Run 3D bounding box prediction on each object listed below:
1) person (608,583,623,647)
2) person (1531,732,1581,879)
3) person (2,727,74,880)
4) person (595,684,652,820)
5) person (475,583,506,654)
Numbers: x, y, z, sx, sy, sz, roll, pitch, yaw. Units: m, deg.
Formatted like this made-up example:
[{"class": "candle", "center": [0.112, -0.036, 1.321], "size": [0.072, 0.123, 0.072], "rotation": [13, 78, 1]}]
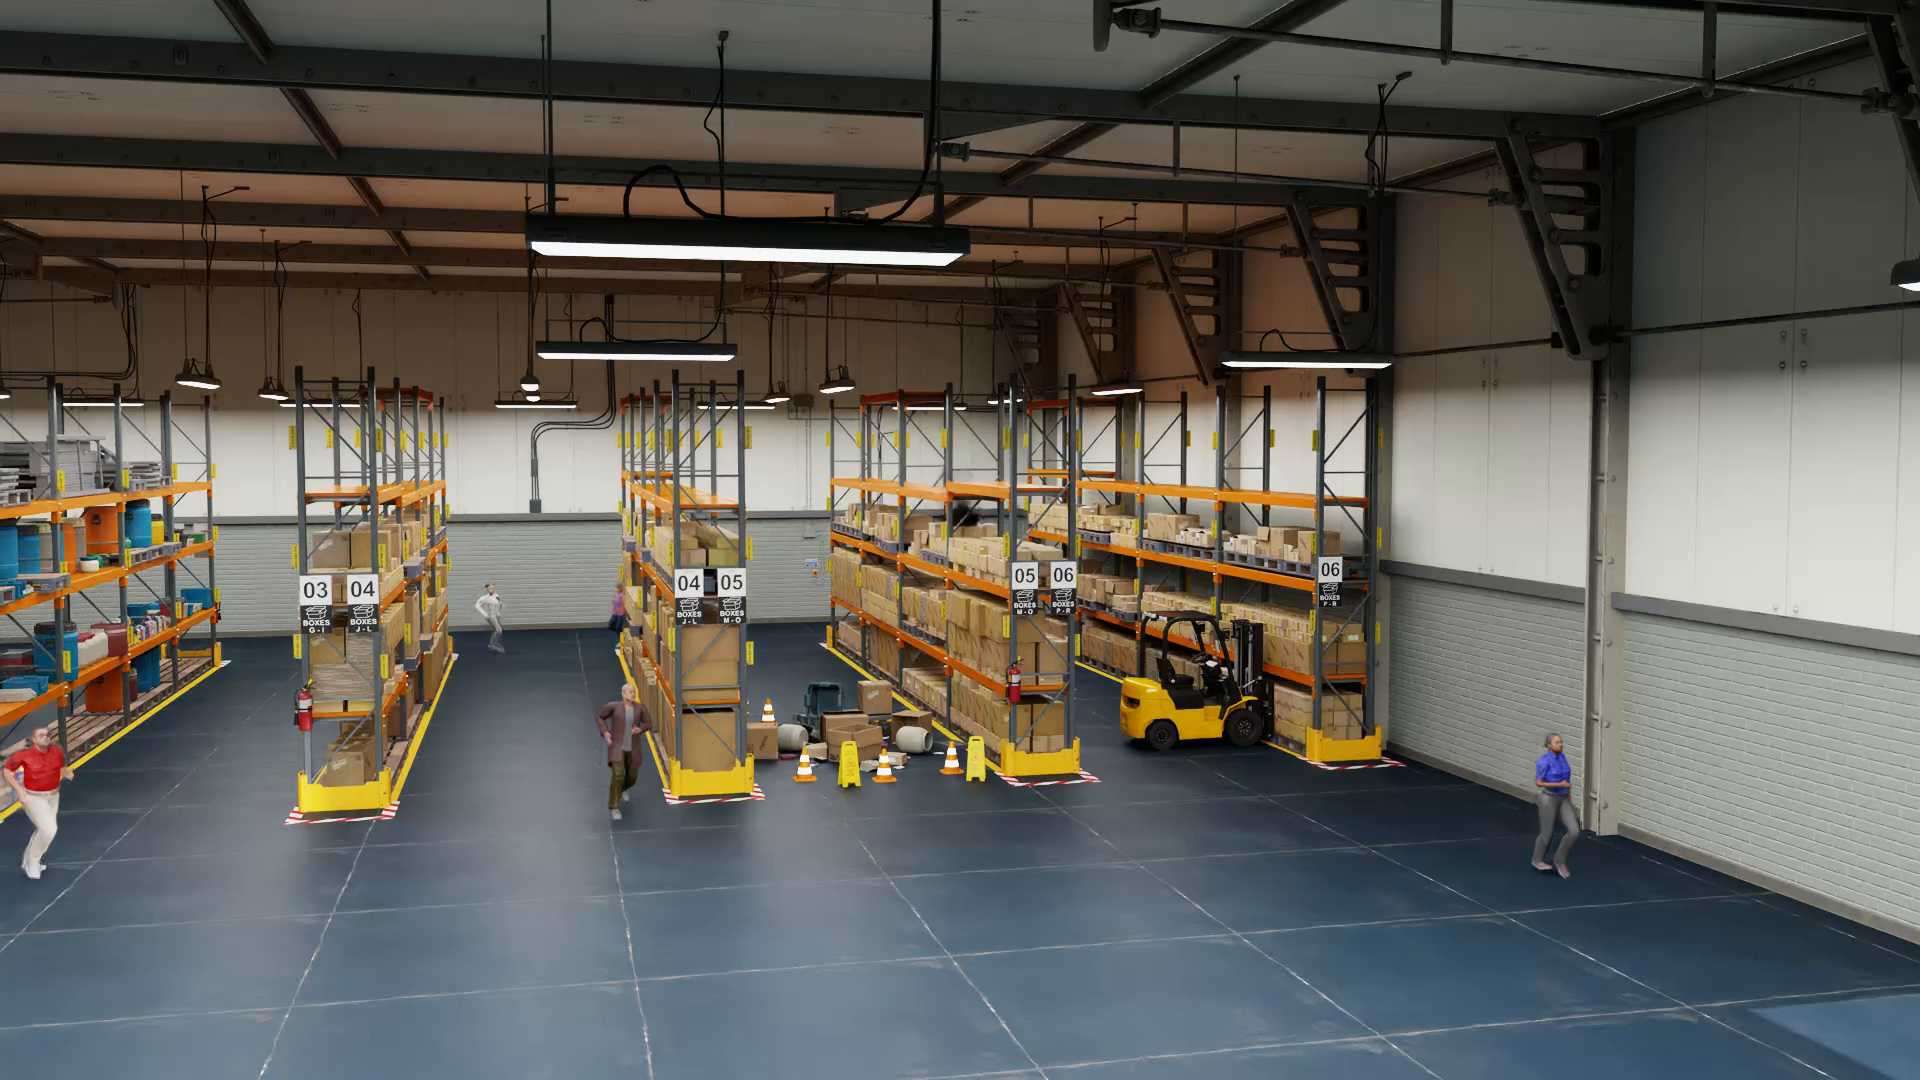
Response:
[{"class": "person", "center": [-8.279, 1.828, 40.333], "size": [0.524, 1.546, 0.517], "rotation": [3, 5, 41]}, {"class": "person", "center": [6.845, 3.048, 19.067], "size": [0.559, 1.684, 0.677], "rotation": [-1, 4, -21]}, {"class": "person", "center": [-10.533, 3.022, 19.134], "size": [0.715, 1.759, 0.630], "rotation": [1, 4, 21]}, {"class": "person", "center": [-4.505, 2.814, 22.443], "size": [0.733, 1.756, 0.964], "rotation": [-2, 4, -29]}, {"class": "person", "center": [-11.012, 1.847, 39.128], "size": [0.683, 1.706, 0.619], "rotation": [2, 4, 30]}]
